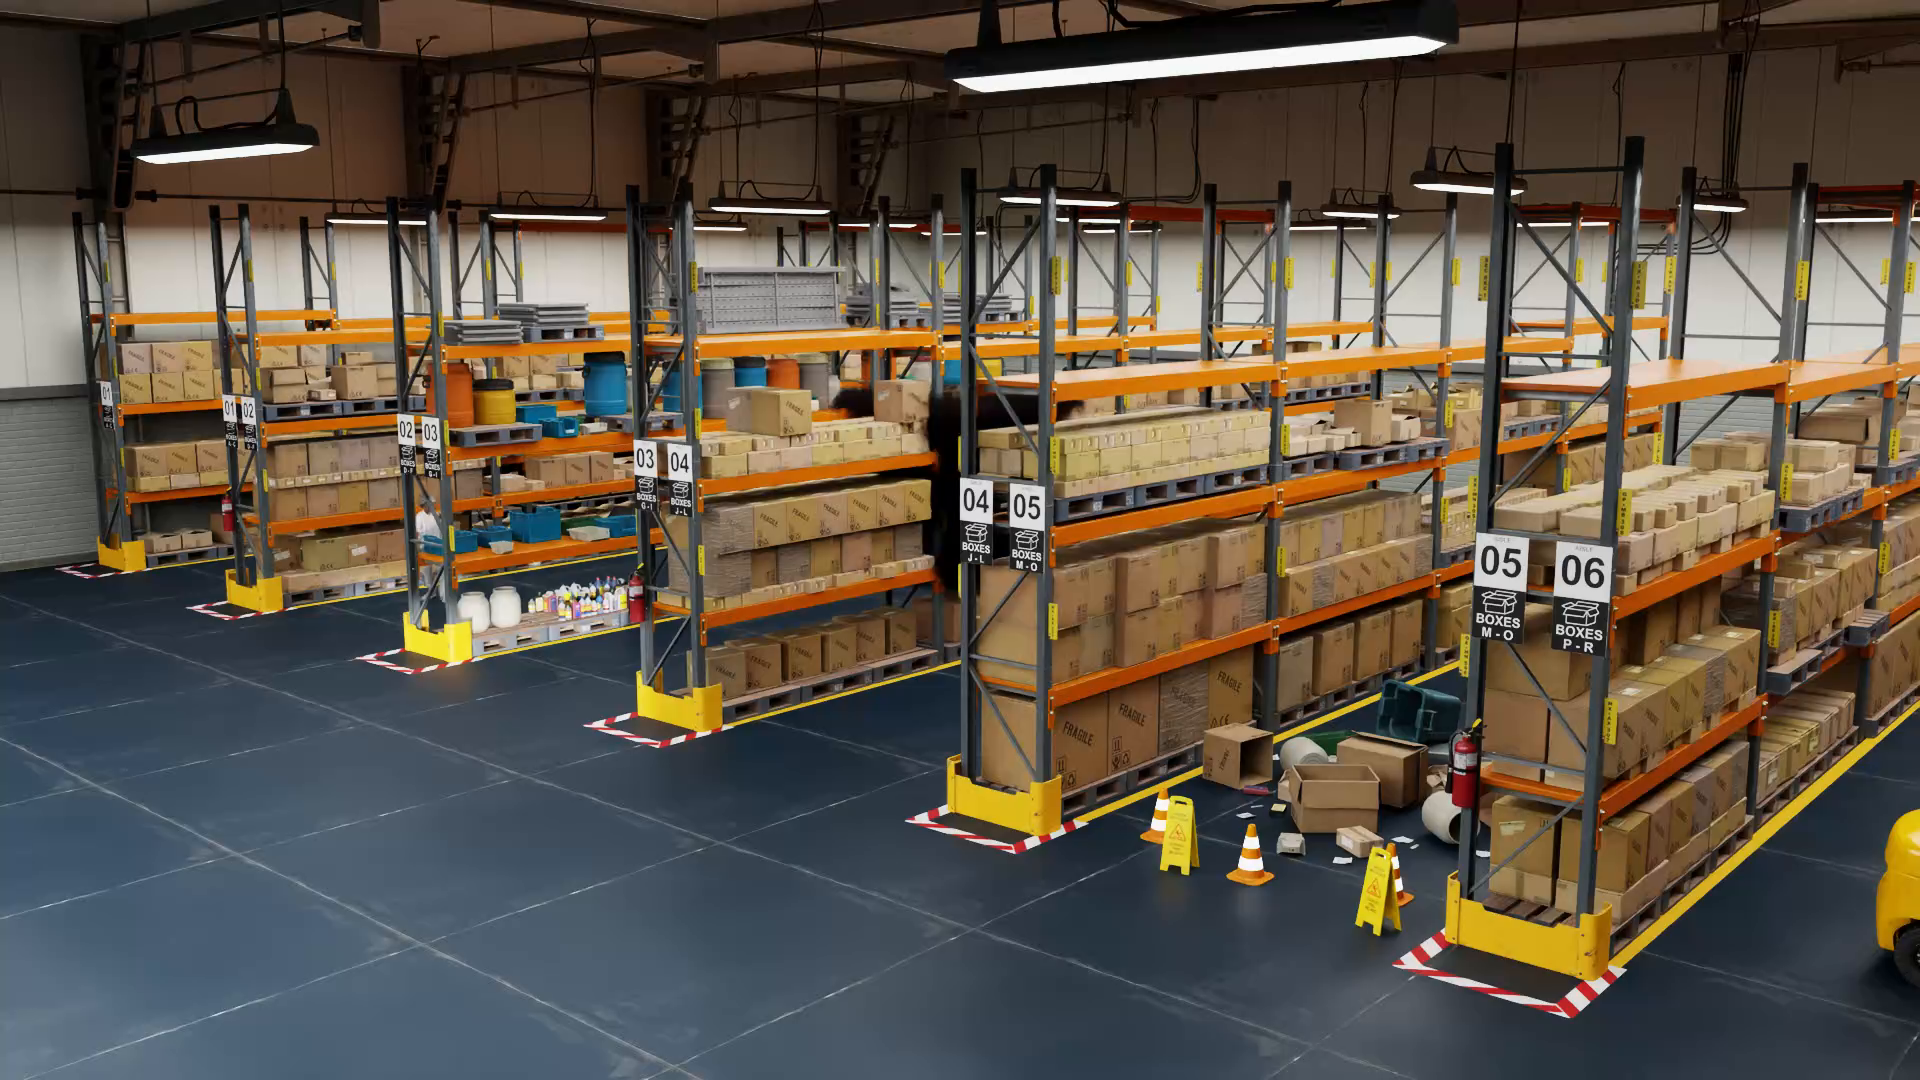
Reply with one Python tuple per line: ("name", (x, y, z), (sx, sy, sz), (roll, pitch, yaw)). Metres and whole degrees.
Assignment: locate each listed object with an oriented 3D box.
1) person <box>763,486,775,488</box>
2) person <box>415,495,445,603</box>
("person", (-2.874, -0.083, 24.596), (0.478, 1.746, 0.977), (5, 11, 27))
("person", (-8.140, 0.121, 25.553), (0.492, 1.657, 0.617), (-4, 10, -22))
